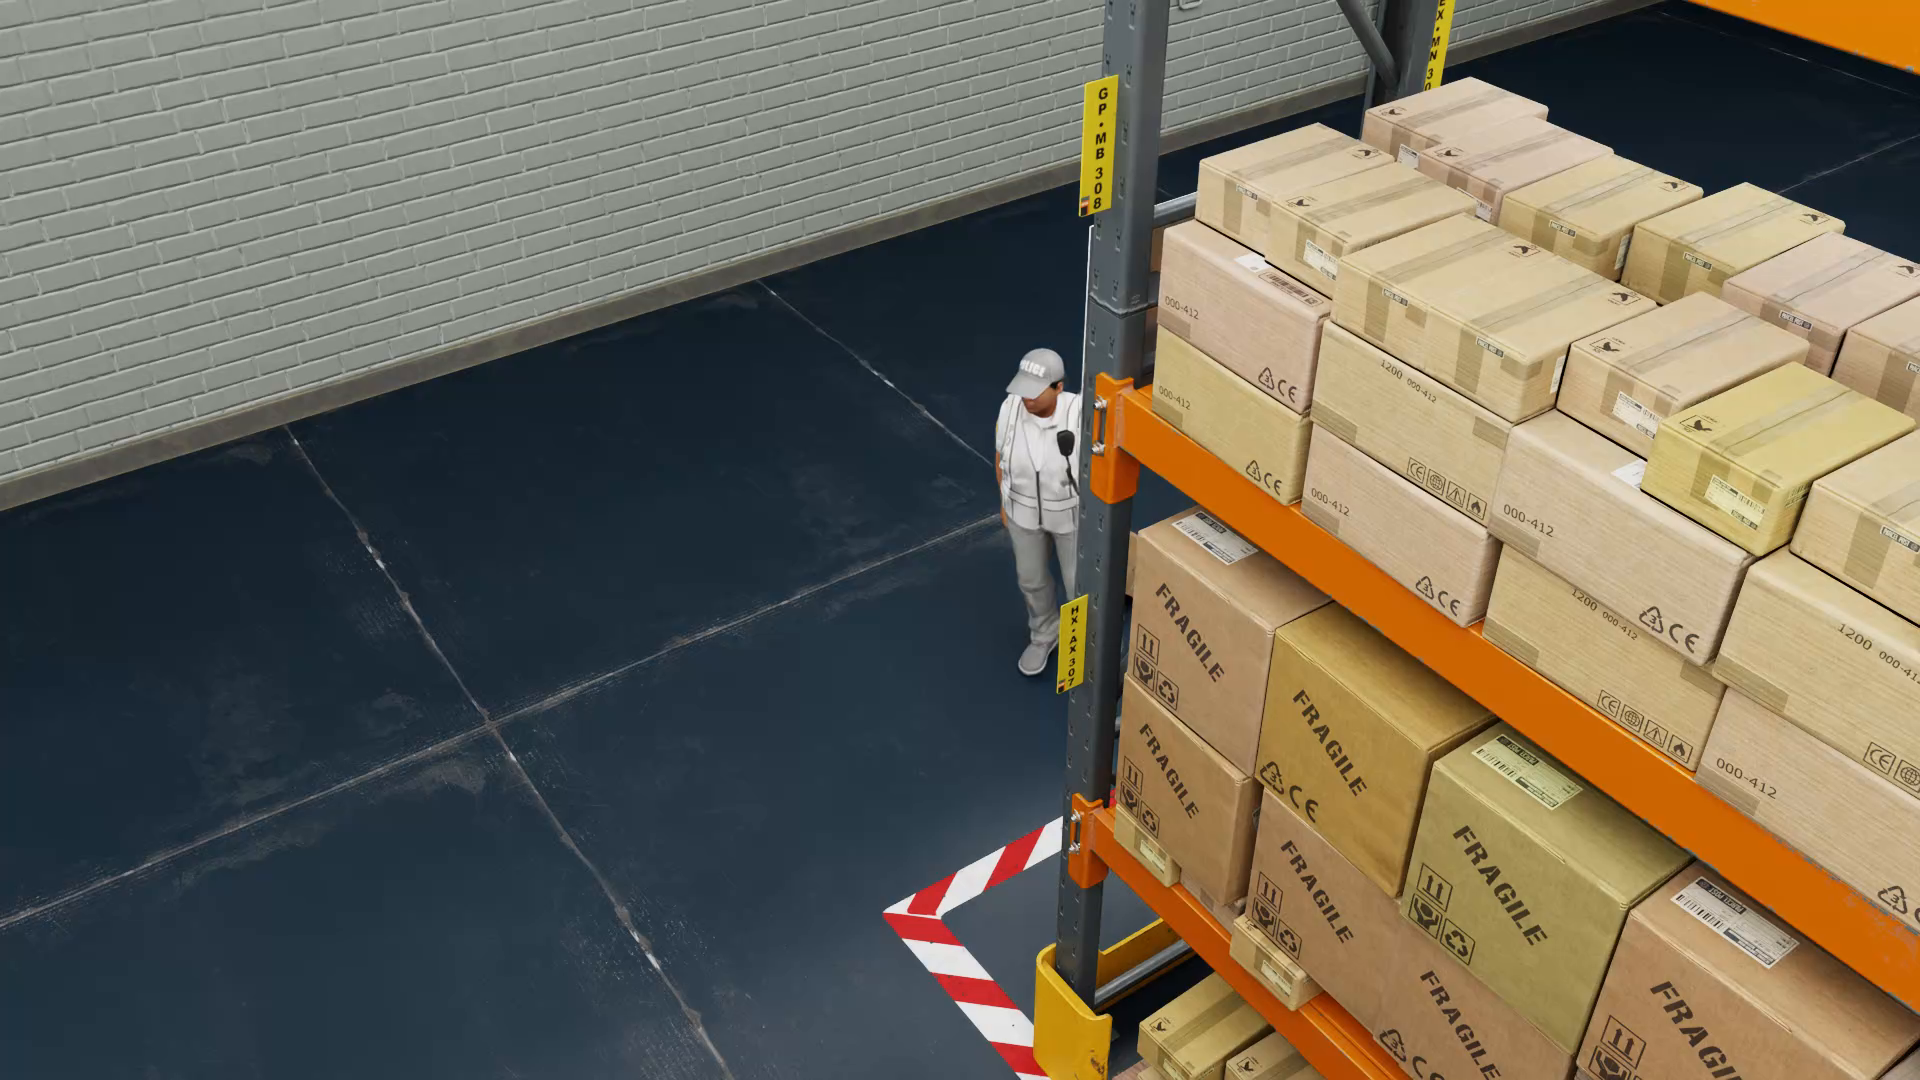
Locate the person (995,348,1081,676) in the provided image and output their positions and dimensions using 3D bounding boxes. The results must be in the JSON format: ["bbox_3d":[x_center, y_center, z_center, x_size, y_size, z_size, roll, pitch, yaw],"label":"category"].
[{"bbox_3d":[0.424,-0.139,7.186,0.557,1.657,0.580,11,38,15],"label":"person"}]
